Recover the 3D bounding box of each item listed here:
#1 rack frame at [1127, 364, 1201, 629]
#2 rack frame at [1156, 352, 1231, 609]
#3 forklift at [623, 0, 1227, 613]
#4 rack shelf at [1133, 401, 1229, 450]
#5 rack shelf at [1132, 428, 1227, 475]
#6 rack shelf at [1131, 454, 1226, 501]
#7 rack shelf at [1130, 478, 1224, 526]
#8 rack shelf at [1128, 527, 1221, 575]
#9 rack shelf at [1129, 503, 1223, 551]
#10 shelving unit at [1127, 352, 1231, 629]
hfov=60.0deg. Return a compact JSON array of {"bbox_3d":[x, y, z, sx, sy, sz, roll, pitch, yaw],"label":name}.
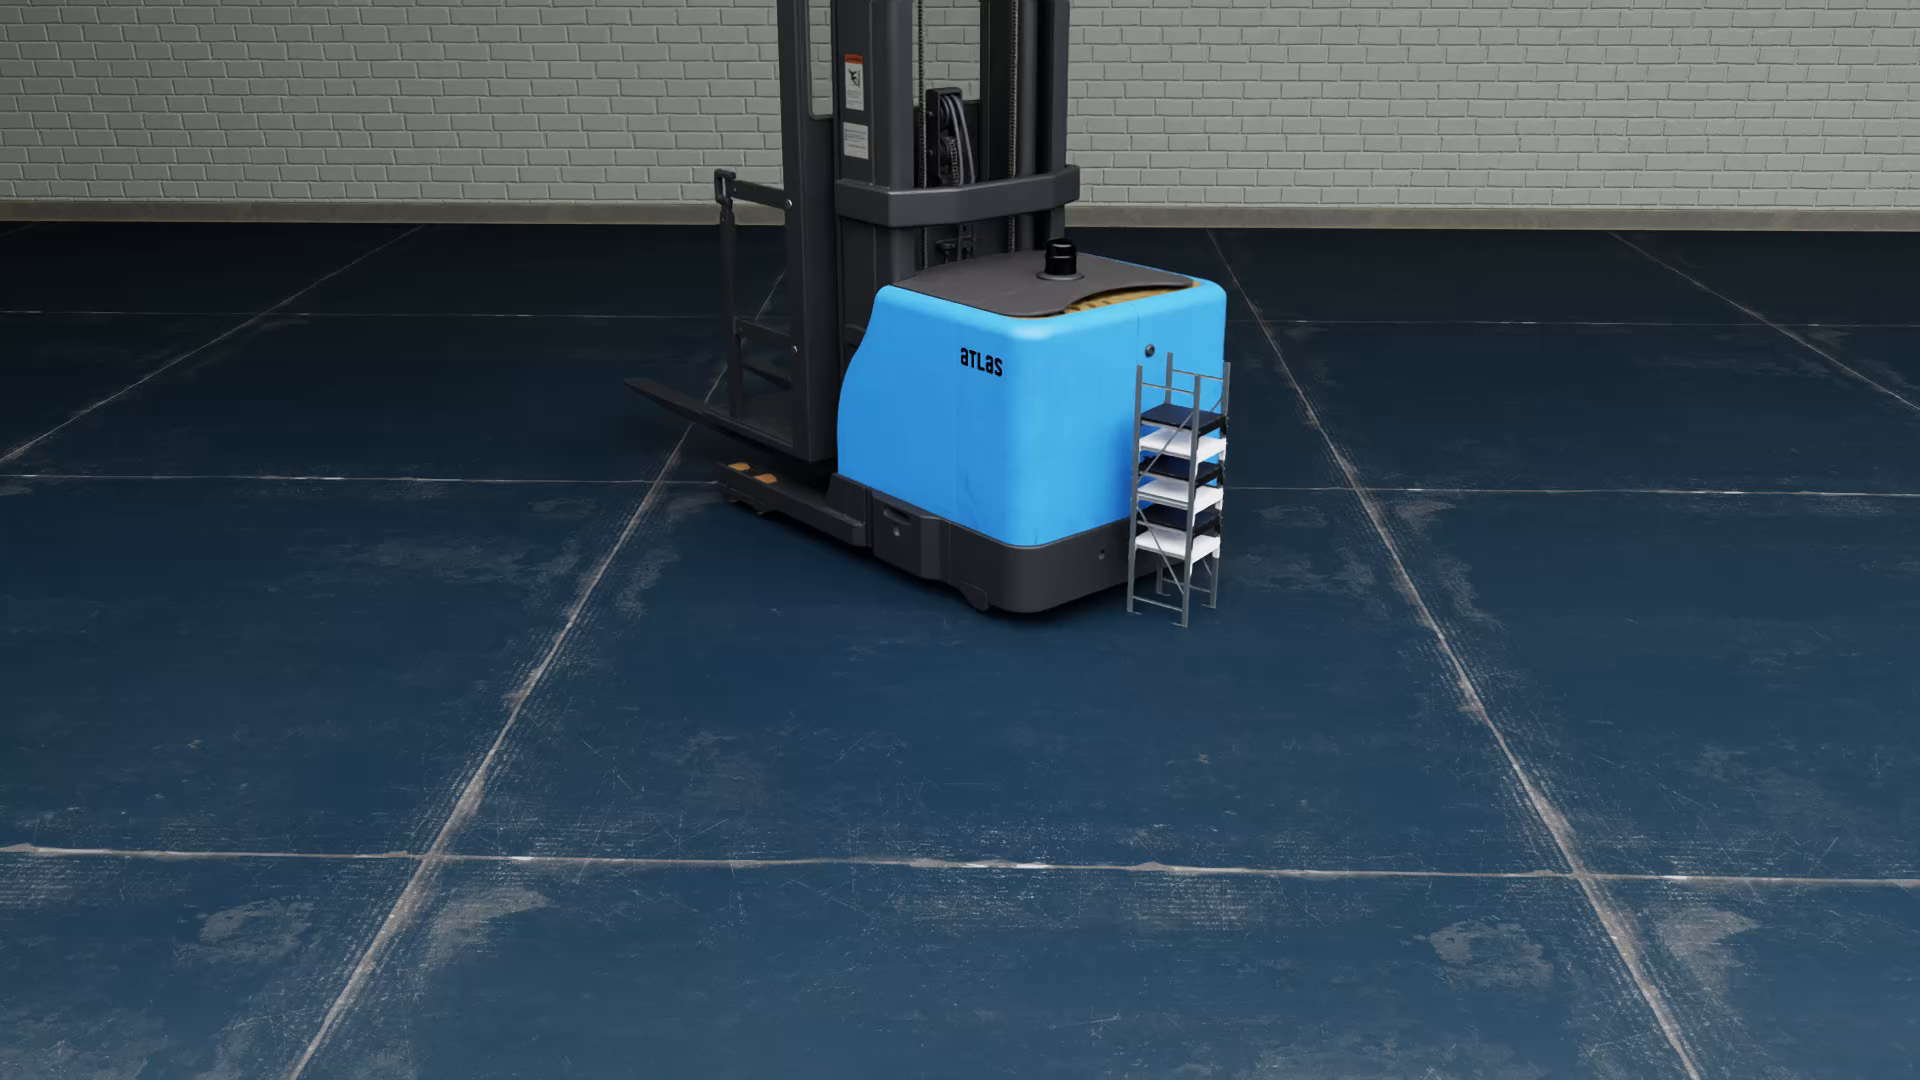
[{"bbox_3d":[0.687,-0.140,5.646,0.240,0.900,0.006,15,26,34],"label":"rack frame"},{"bbox_3d":[0.808,-0.200,5.798,0.240,0.900,0.006,15,26,34],"label":"rack frame"},{"bbox_3d":[-0.365,-1.574,6.533,1.130,2.935,3.031,-17,27,-37],"label":"forklift"},{"bbox_3d":[0.748,-0.391,5.636,0.258,0.077,0.200,15,26,34],"label":"rack shelf"},{"bbox_3d":[0.748,-0.307,5.669,0.258,0.077,0.200,15,26,34],"label":"rack shelf"},{"bbox_3d":[0.748,-0.223,5.702,0.258,0.077,0.200,15,26,34],"label":"rack shelf"},{"bbox_3d":[0.748,-0.139,5.734,0.258,0.077,0.200,15,26,34],"label":"rack shelf"},{"bbox_3d":[0.748,0.029,5.800,0.258,0.077,0.200,15,26,34],"label":"rack shelf"},{"bbox_3d":[0.748,-0.055,5.767,0.258,0.077,0.200,15,26,34],"label":"rack shelf"},{"bbox_3d":[0.748,-0.170,5.722,0.258,0.900,0.210,15,26,34],"label":"shelving unit"}]
